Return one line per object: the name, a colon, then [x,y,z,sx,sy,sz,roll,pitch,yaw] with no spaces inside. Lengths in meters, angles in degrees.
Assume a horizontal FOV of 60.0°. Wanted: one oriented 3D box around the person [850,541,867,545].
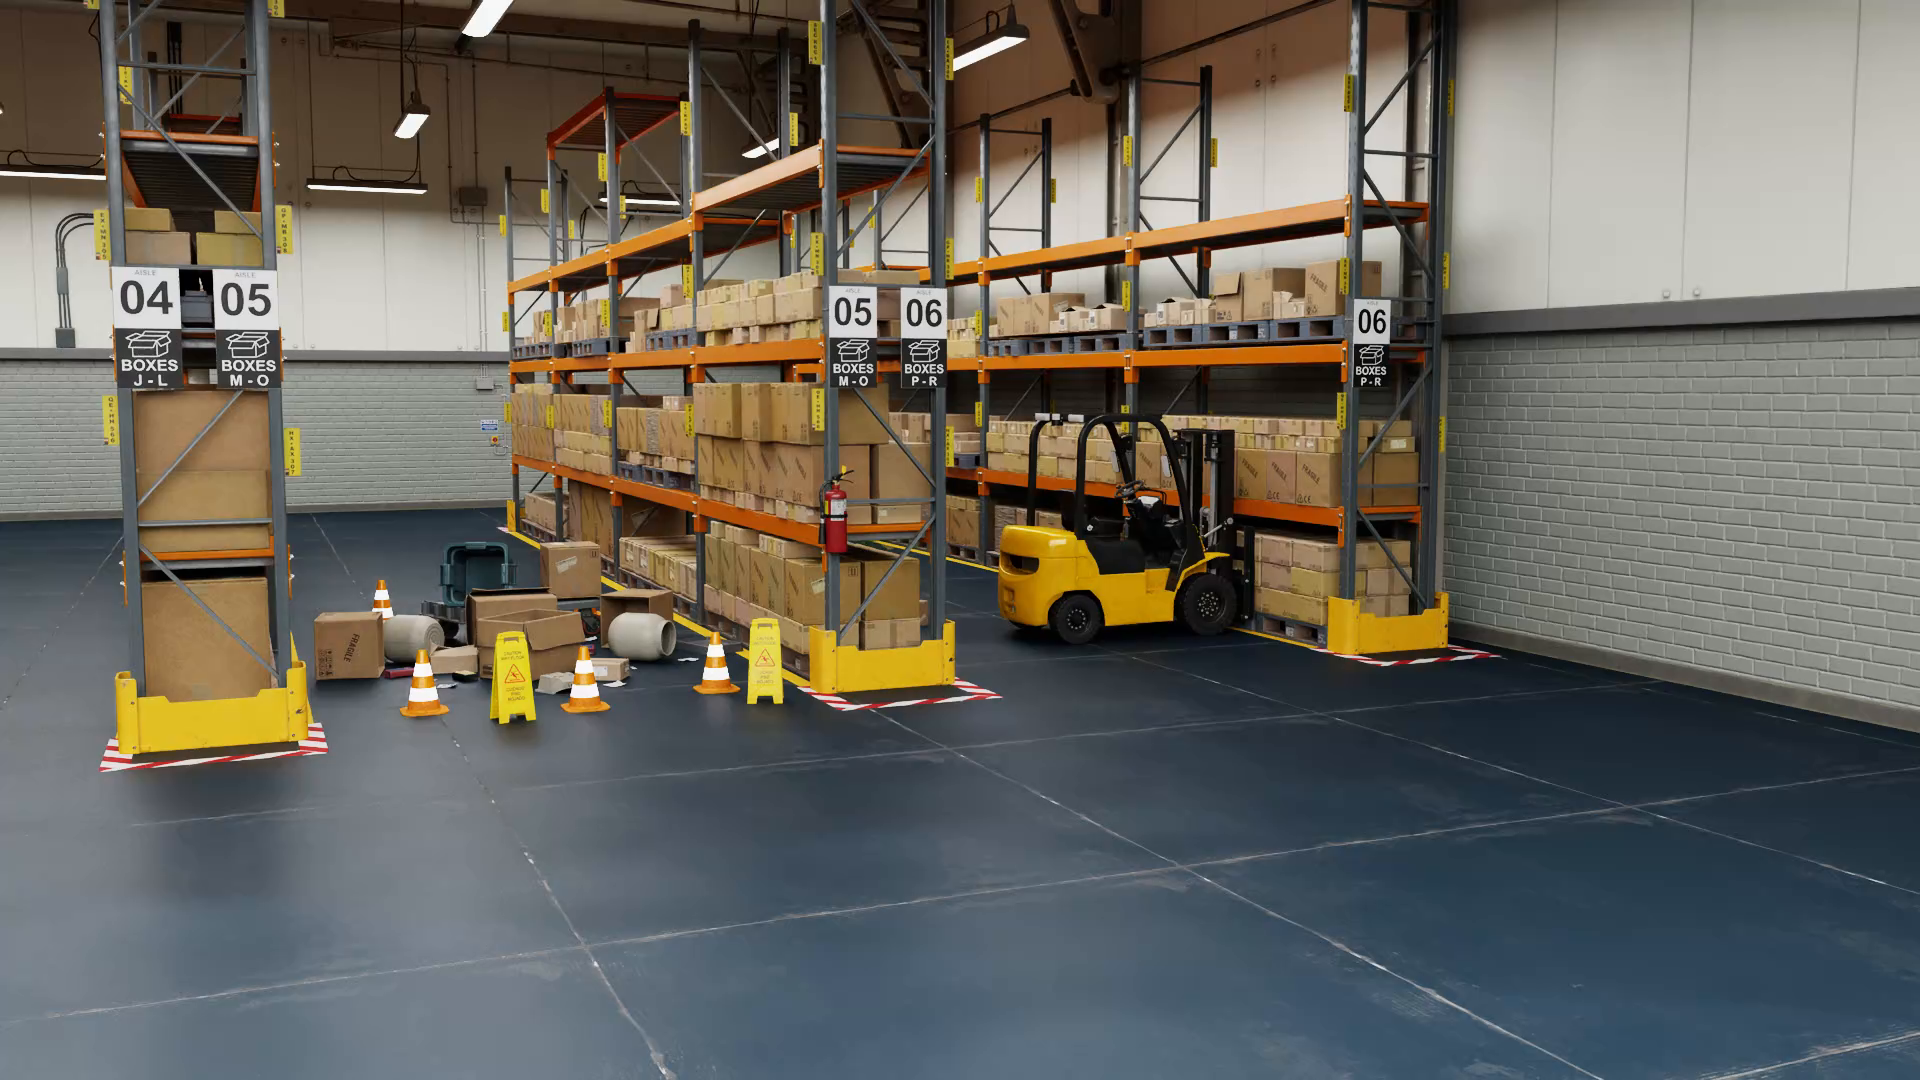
person: [-1.324,-0.277,19.577,0.527,1.742,1.040,-2,6,-23]
